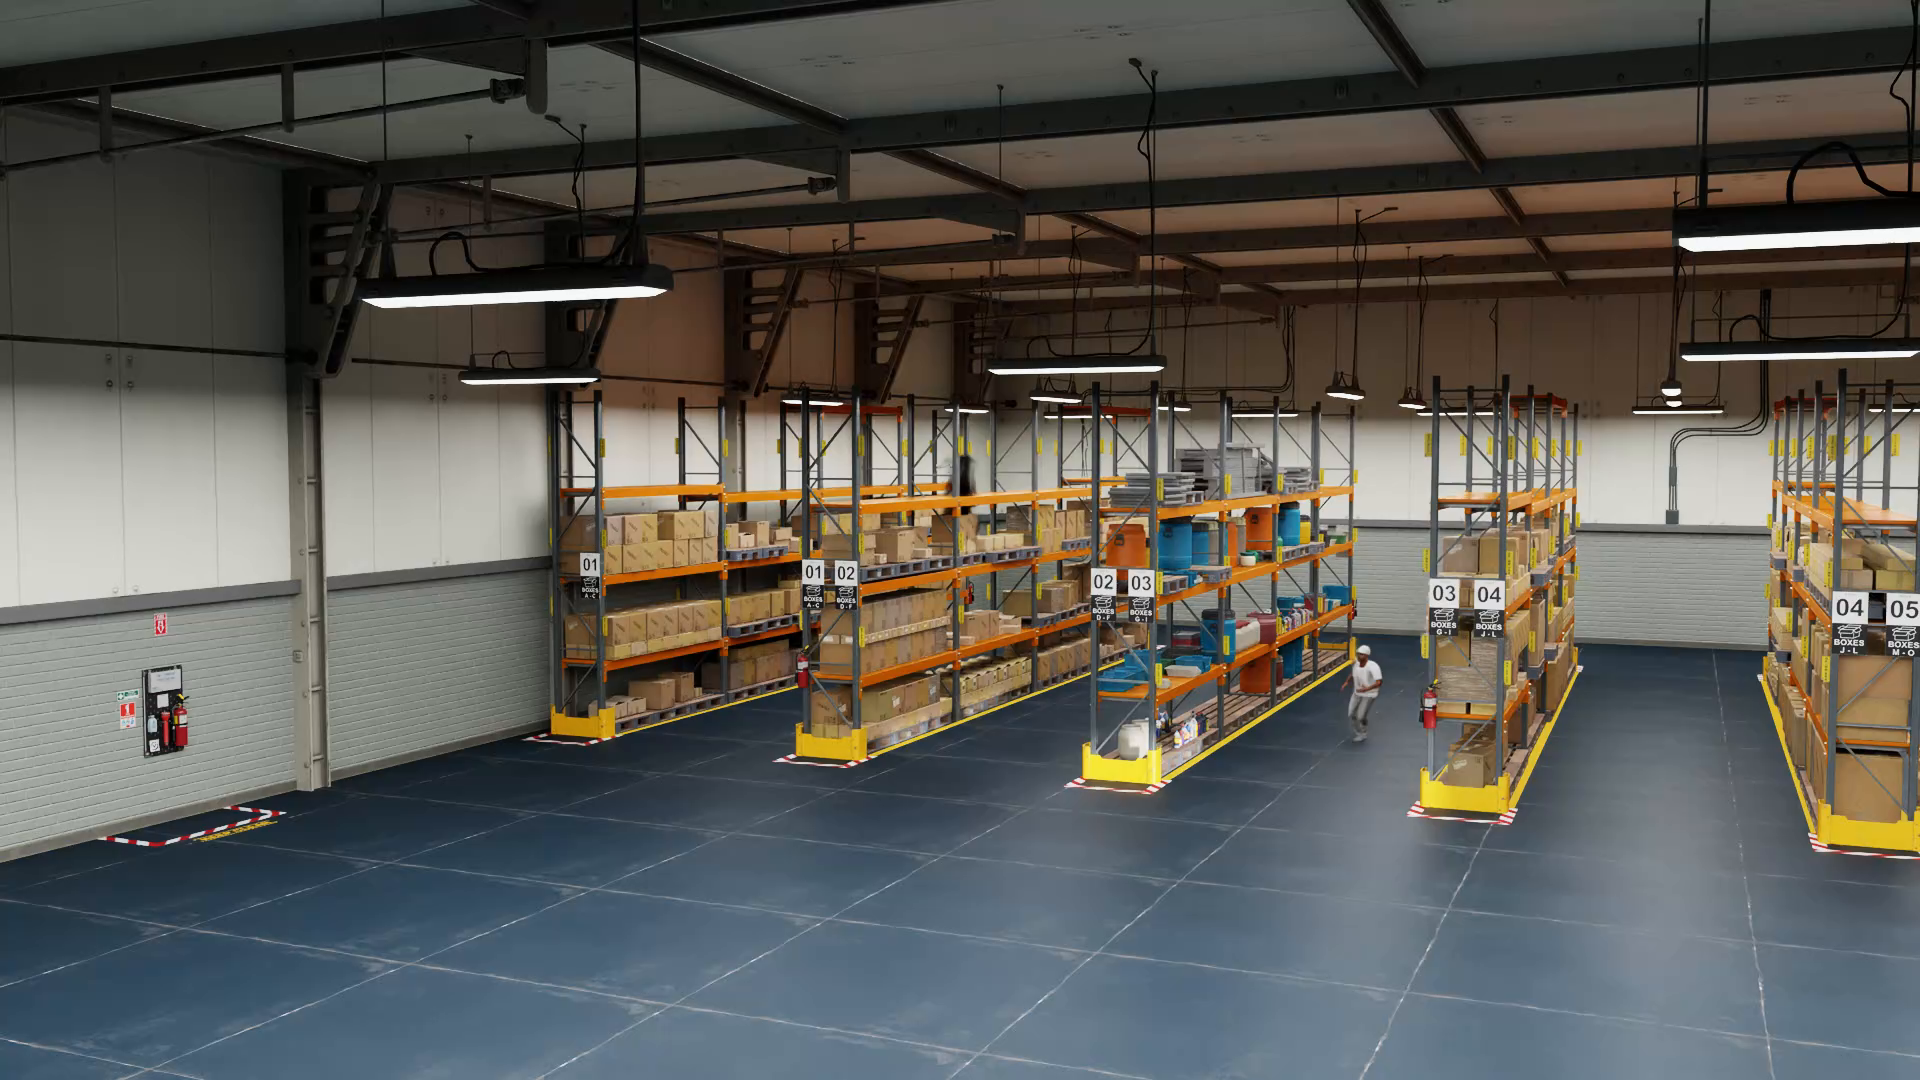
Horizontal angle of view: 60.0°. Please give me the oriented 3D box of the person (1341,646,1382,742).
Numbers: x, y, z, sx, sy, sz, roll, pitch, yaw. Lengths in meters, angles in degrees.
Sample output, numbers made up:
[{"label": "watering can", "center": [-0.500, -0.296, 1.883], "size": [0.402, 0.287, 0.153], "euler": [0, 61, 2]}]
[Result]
[{"label": "person", "center": [6.898, 2.623, 28.404], "size": [0.803, 1.669, 0.572], "euler": [3, 4, 45]}]
